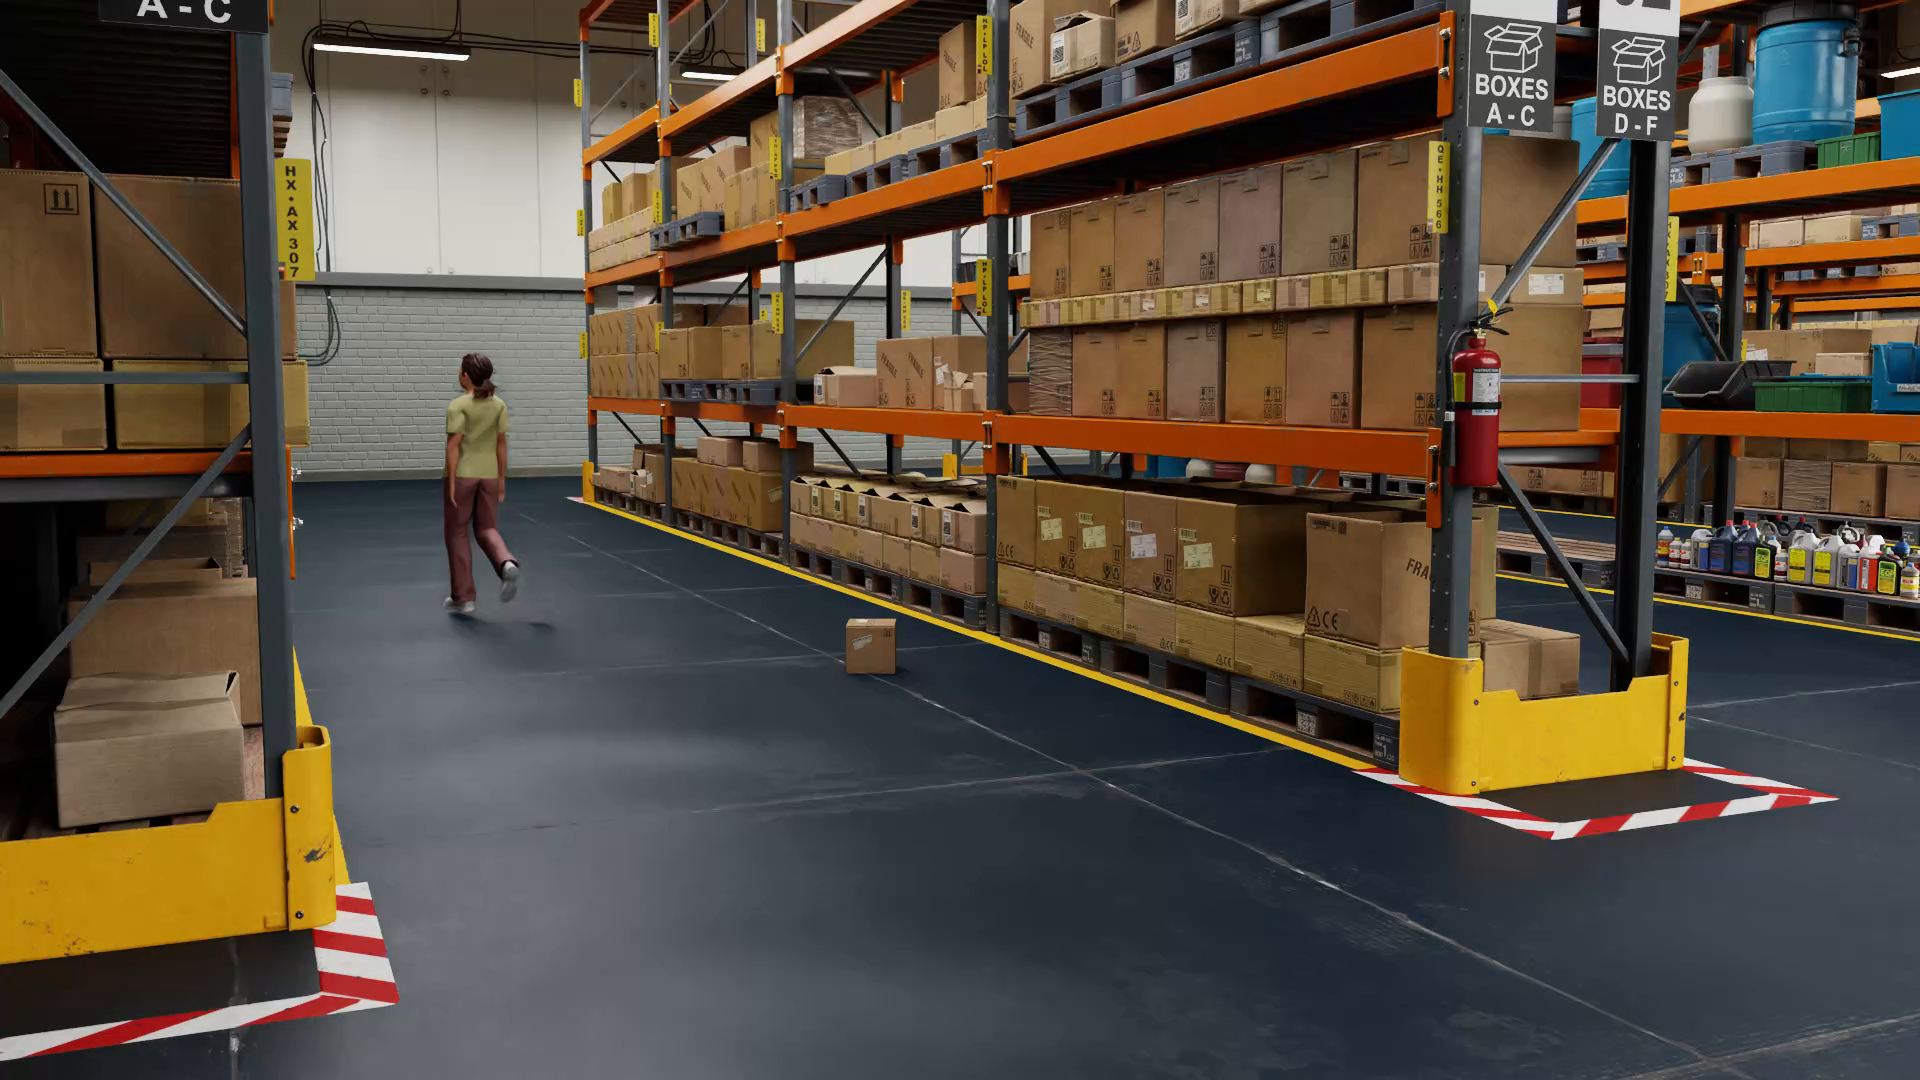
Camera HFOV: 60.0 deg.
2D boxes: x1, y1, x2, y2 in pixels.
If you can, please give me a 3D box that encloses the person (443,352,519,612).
[{"bbox_3d":[-3.084,-0.363,10.598,0.443,1.656,0.645,-5,8,-44],"label":"person"}]
